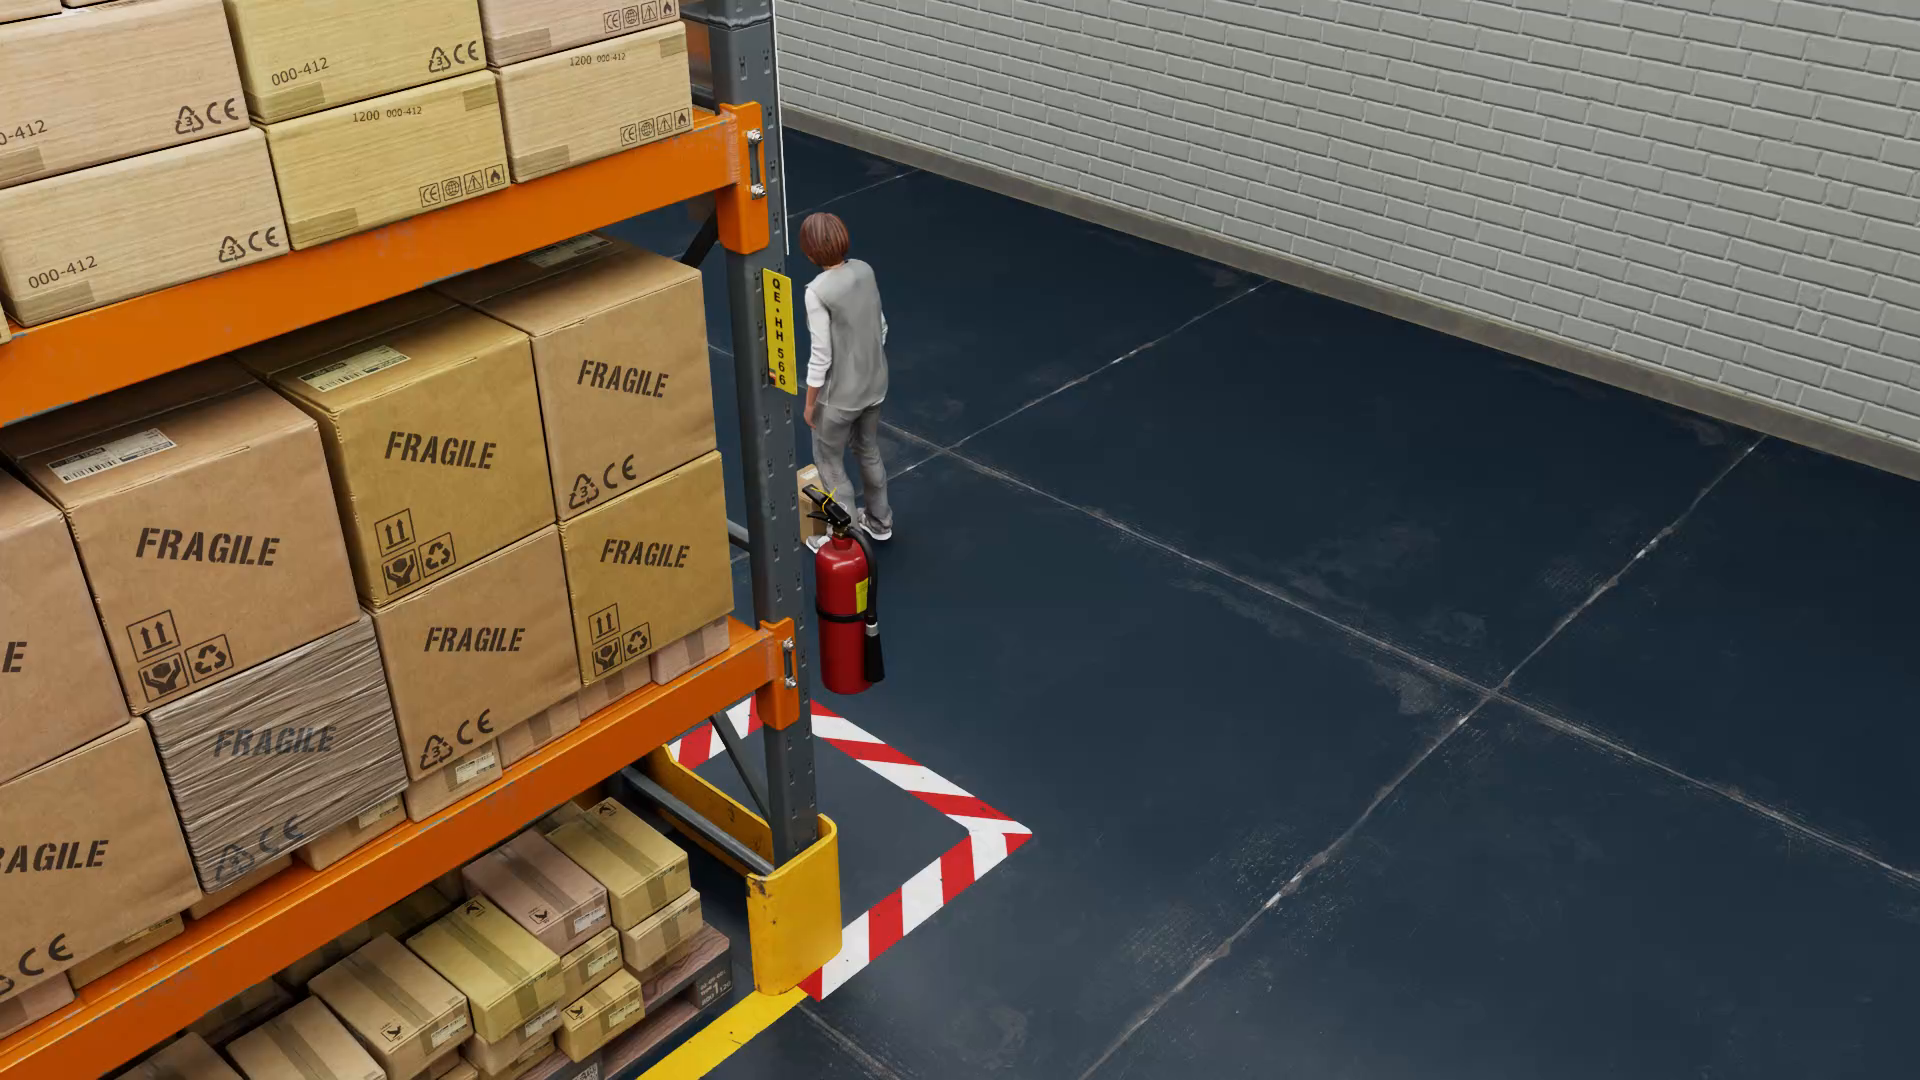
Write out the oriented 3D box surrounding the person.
[{"bbox_3d":[-0.493,-0.646,7.191,0.347,1.591,0.480,23,38,32],"label":"person"}]
